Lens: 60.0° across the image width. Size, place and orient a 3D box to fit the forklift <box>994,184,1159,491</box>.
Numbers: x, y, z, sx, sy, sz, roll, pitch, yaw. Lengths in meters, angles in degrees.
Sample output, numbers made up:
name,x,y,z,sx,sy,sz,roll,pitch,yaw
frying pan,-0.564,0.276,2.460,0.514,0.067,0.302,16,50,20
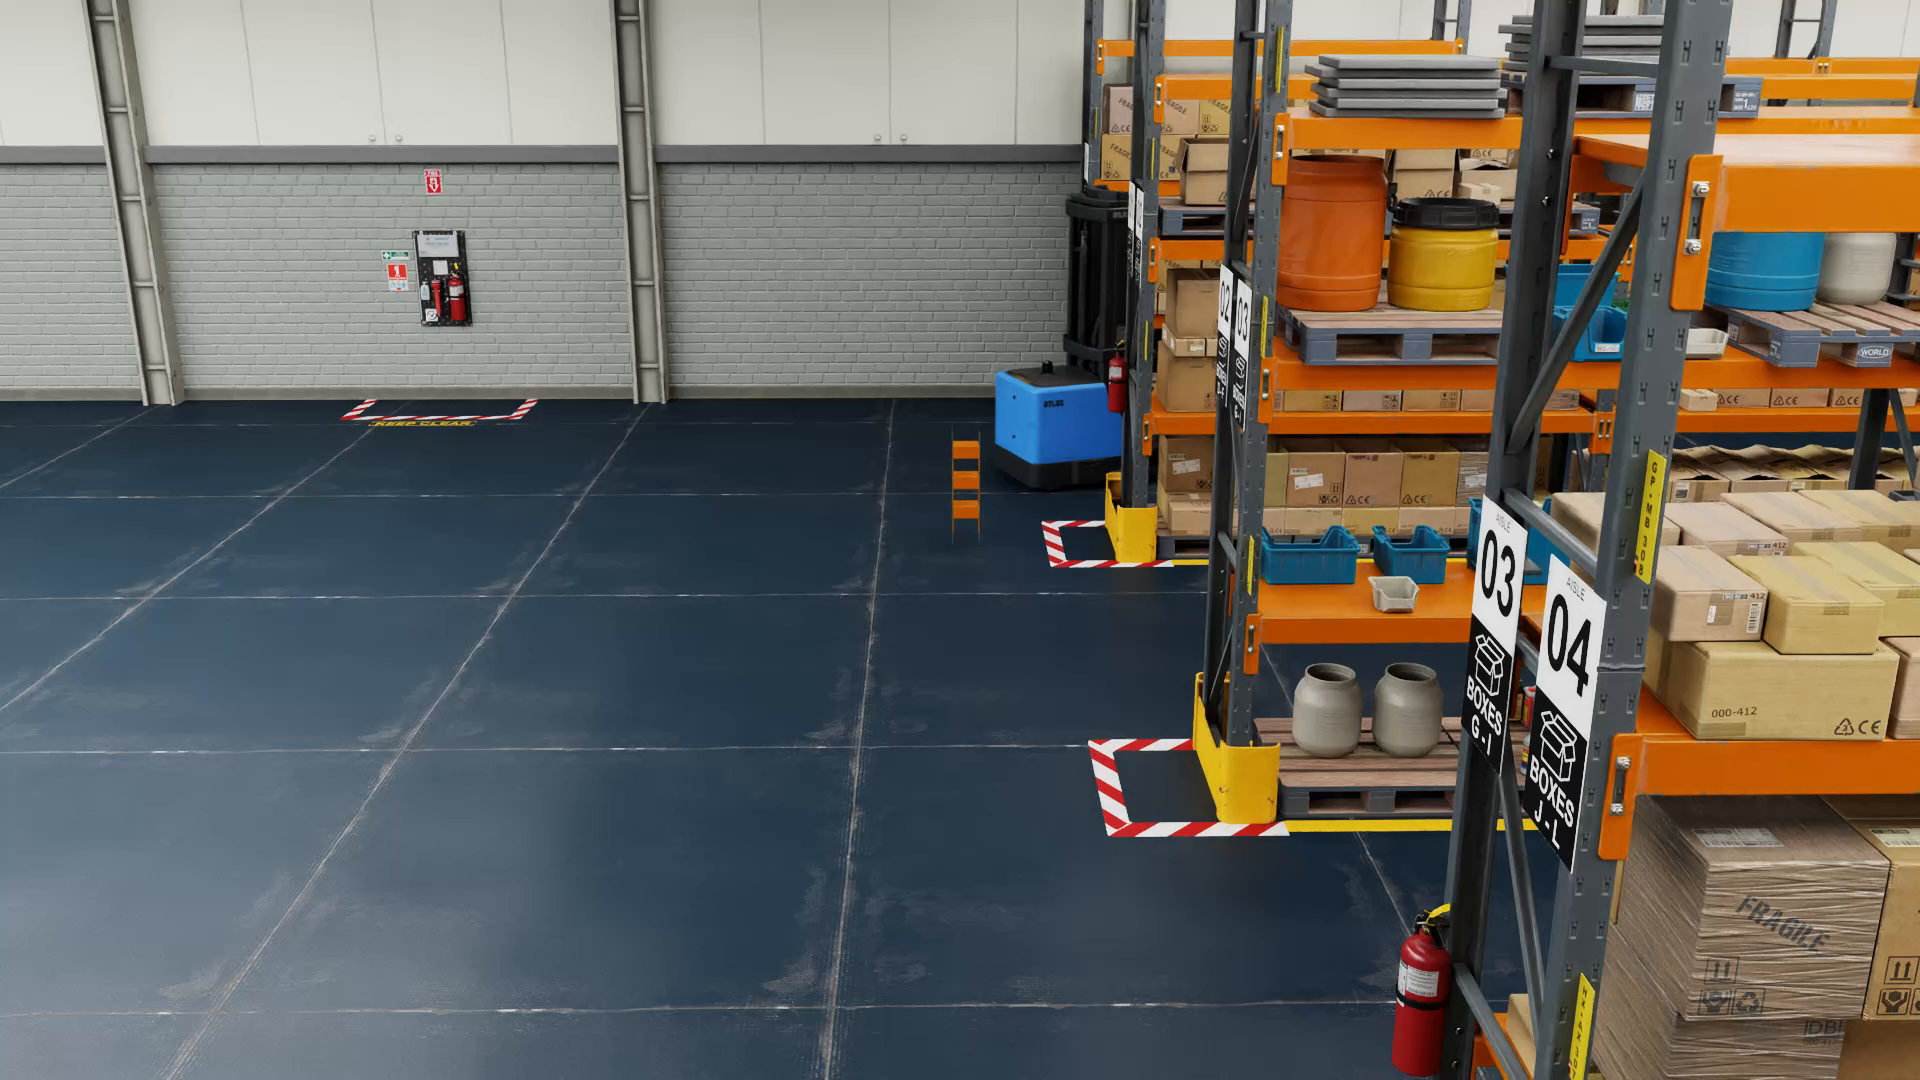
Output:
name,x,y,z,sx,sy,sz,roll,pitch,yaw
forklift,1.921,-2.163,17.193,3.031,2.935,1.130,-7,19,-21

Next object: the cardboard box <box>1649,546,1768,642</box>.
name,x,y,z,sx,sy,sz,roll,pitch,yaw
cardboard box,2.002,0.143,4.575,0.250,0.149,0.380,0,18,-1

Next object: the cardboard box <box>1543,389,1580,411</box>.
name,x,y,z,sx,sy,sz,roll,pitch,yaw
cardboard box,5.126,-1.468,14.751,0.500,0.500,0.700,-1,18,-2

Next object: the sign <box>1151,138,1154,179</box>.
name,x,y,z,sx,sy,sz,roll,pitch,yaw
sign,1.573,-3.118,13.587,0.005,0.325,0.100,0,18,-1

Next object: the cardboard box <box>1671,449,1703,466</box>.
name,x,y,z,sx,sy,sz,roll,pitch,yaw
cardboard box,6.490,-0.676,15.342,0.500,0.311,0.500,0,18,1

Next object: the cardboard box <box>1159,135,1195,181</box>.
name,x,y,z,sx,sy,sz,roll,pitch,yaw
cardboard box,2.364,-4.320,18.700,0.500,0.500,0.500,1,18,3

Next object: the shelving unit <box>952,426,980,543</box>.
name,x,y,z,sx,sy,sz,roll,pitch,yaw
shelving unit,0.053,-0.500,15.090,0.252,1.050,0.215,0,18,-1

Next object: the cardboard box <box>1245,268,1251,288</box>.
name,x,y,z,sx,sy,sz,roll,pitch,yaw
cardboard box,2.616,-2.073,14.514,0.500,0.500,0.700,-1,18,-2

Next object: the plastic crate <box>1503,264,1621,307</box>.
name,x,y,z,sx,sy,sz,roll,pitch,yaw
plastic crate,3.546,-1.414,9.862,0.575,0.384,0.392,0,18,-1

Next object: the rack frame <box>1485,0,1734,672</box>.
name,x,y,z,sx,sy,sz,roll,pitch,yaw
rack frame,1.723,-1.236,4.371,0.127,3.000,1.000,0,18,-1

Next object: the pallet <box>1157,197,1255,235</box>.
name,x,y,z,sx,sy,sz,roll,pitch,yaw
pallet,2.277,-2.787,14.260,1.213,0.211,1.003,0,18,-1

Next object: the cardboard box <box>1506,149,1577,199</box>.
name,x,y,z,sx,sy,sz,roll,pitch,yaw
cardboard box,5.062,-3.245,14.464,0.500,0.500,0.500,1,18,4

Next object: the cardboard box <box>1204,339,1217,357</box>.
name,x,y,z,sx,sy,sz,roll,pitch,yaw
cardboard box,2.230,-1.700,14.412,0.250,0.149,0.380,-1,18,-2

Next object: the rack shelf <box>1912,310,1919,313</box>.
name,x,y,z,sx,sy,sz,roll,pitch,yaw
rack shelf,11.487,-2.624,19.695,4.000,0.370,1.077,0,18,-1

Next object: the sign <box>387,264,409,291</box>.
name,x,y,z,sx,sy,sz,roll,pitch,yaw
sign,-6.851,-3.202,20.263,0.234,0.329,0.001,0,18,-1

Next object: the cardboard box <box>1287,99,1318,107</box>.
name,x,y,z,sx,sy,sz,roll,pitch,yaw
cardboard box,3.921,-4.802,18.564,0.500,0.500,0.500,-1,18,-3

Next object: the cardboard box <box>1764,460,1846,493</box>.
name,x,y,z,sx,sy,sz,roll,pitch,yaw
cardboard box,7.524,-0.516,14.843,0.500,0.311,0.500,0,18,1

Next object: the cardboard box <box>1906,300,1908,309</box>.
name,x,y,z,sx,sy,sz,roll,pitch,yaw
cardboard box,10.848,-2.794,19.427,0.250,0.149,0.380,0,18,0

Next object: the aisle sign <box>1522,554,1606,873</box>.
name,x,y,z,sx,sy,sz,roll,pitch,yaw
aisle sign,1.665,0.475,4.604,0.004,0.787,0.394,0,18,-1

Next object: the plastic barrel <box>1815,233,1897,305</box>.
name,x,y,z,sx,sy,sz,roll,pitch,yaw
plastic barrel,5.210,-1.651,9.704,0.421,0.512,0.421,0,18,0

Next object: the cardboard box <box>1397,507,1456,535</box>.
name,x,y,z,sx,sy,sz,roll,pitch,yaw
cardboard box,4.109,-0.240,14.900,0.500,0.250,0.500,0,18,-1

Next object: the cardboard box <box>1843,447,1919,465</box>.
name,x,y,z,sx,sy,sz,roll,pitch,yaw
cardboard box,8.516,-0.683,15.365,0.500,0.311,0.500,-1,18,-2

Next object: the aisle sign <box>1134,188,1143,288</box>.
name,x,y,z,sx,sy,sz,roll,pitch,yaw
aisle sign,1.509,-2.549,14.029,0.004,0.787,0.394,0,18,-1

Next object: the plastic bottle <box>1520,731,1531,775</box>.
name,x,y,z,sx,sy,sz,roll,pitch,yaw
plastic bottle,3.462,1.284,10.083,0.097,0.271,0.097,0,18,0

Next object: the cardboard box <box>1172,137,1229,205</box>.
name,x,y,z,sx,sy,sz,roll,pitch,yaw
cardboard box,2.145,-3.151,14.164,0.637,0.503,0.797,1,18,3

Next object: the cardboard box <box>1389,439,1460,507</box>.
name,x,y,z,sx,sy,sz,roll,pitch,yaw
cardboard box,4.109,-0.601,14.798,0.500,0.500,0.500,0,18,-1

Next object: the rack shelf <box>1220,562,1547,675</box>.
name,x,y,z,sx,sy,sz,roll,pitch,yaw
rack shelf,3.644,0.441,10.143,4.000,0.370,1.077,0,18,-1

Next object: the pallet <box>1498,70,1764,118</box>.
name,x,y,z,sx,sy,sz,roll,pitch,yaw
pallet,3.597,-2.468,9.177,1.213,0.211,1.003,0,18,-1

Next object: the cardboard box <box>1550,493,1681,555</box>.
name,x,y,z,sx,sy,sz,roll,pitch,yaw
cardboard box,1.995,-0.023,5.092,0.250,0.149,0.380,0,18,-1

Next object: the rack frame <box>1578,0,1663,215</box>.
name,x,y,z,sx,sy,sz,roll,pitch,yaw
rack frame,5.569,-4.281,13.863,0.127,3.000,1.000,0,18,-1

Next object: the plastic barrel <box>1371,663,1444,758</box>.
name,x,y,z,sx,sy,sz,roll,pitch,yaw
plastic barrel,2.802,1.064,10.409,0.421,0.512,0.421,0,18,0

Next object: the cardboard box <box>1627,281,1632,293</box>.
name,x,y,z,sx,sy,sz,roll,pitch,yaw
cardboard box,7.772,-3.195,19.417,0.500,0.500,0.700,0,18,-1

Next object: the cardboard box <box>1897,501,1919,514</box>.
name,x,y,z,sx,sy,sz,roll,pitch,yaw
cardboard box,3.029,0.005,5.005,0.250,0.149,0.380,0,18,0

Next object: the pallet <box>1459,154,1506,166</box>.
name,x,y,z,sx,sy,sz,roll,pitch,yaw
pallet,6.106,-4.246,18.974,1.003,0.211,1.213,0,18,-1

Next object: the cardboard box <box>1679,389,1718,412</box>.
name,x,y,z,sx,sy,sz,roll,pitch,yaw
cardboard box,6.459,-1.246,14.636,0.250,0.149,0.380,0,18,-1

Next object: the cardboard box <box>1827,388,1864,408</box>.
name,x,y,z,sx,sy,sz,roll,pitch,yaw
cardboard box,7.891,-1.478,14.783,0.500,0.500,0.500,-1,18,-4

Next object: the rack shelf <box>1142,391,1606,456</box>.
name,x,y,z,sx,sy,sz,roll,pitch,yaw
rack shelf,3.570,-1.072,14.859,4.000,0.370,1.077,0,18,-1

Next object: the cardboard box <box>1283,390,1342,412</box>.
name,x,y,z,sx,sy,sz,roll,pitch,yaw
cardboard box,3.059,-1.456,14.713,0.500,0.500,0.700,0,18,0

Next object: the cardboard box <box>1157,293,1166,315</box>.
name,x,y,z,sx,sy,sz,roll,pitch,yaw
cardboard box,2.500,-2.768,19.182,0.500,0.250,0.500,-1,18,-3

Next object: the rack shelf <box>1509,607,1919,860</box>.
name,x,y,z,sx,sy,sz,roll,pitch,yaw
rack shelf,3.722,0.525,4.969,4.000,0.370,1.077,0,18,-1

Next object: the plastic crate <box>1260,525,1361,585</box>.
name,x,y,z,sx,sy,sz,roll,pitch,yaw
plastic crate,2.140,0.085,10.318,0.616,0.251,0.499,0,18,-1

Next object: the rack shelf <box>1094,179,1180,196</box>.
name,x,y,z,sx,sy,sz,roll,pitch,yaw
rack shelf,3.488,-4.013,19.117,4.000,0.370,1.077,0,18,-1

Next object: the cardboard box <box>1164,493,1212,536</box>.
name,x,y,z,sx,sy,sz,roll,pitch,yaw
cardboard box,2.110,-0.230,14.871,0.500,0.250,0.500,0,18,-1

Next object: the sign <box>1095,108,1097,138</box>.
name,x,y,z,sx,sy,sz,roll,pitch,yaw
sign,1.497,-4.597,18.327,0.005,0.325,0.100,0,18,-1

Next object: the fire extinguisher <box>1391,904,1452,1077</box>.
name,x,y,z,sx,sy,sz,roll,pitch,yaw
fire extinguisher,1.601,1.517,5.736,0.183,0.674,0.296,0,18,-1

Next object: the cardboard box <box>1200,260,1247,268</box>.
name,x,y,z,sx,sy,sz,roll,pitch,yaw
cardboard box,2.981,-3.123,19.061,0.500,0.500,0.500,-1,18,-3

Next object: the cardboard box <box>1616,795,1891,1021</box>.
name,x,y,z,sx,sy,sz,roll,pitch,yaw
cardboard box,2.277,1.036,4.823,0.500,0.500,0.500,0,18,-1

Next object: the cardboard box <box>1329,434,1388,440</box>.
name,x,y,z,sx,sy,sz,roll,pitch,yaw
cardboard box,3.601,-0.757,15.287,0.500,0.500,0.500,0,18,-1

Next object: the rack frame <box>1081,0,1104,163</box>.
name,x,y,z,sx,sy,sz,roll,pitch,yaw
rack frame,1.488,-5.774,18.519,0.127,3.000,1.000,0,18,-1

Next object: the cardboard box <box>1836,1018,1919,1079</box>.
name,x,y,z,sx,sy,sz,roll,pitch,yaw
cardboard box,2.771,1.398,5.330,0.500,0.500,0.875,0,18,-1

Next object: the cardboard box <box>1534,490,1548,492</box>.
name,x,y,z,sx,sy,sz,roll,pitch,yaw
cardboard box,5.101,-0.405,15.417,0.500,0.250,0.500,0,18,-1

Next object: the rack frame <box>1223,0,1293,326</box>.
name,x,y,z,sx,sy,sz,roll,pitch,yaw
rack frame,1.644,-2.749,9.087,0.127,3.000,1.000,0,18,-1

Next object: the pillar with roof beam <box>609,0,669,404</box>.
name,x,y,z,sx,sy,sz,roll,pitch,yaw
pillar with roof beam,-3.757,-4.698,15.164,0.400,9.000,9.100,0,18,-1
